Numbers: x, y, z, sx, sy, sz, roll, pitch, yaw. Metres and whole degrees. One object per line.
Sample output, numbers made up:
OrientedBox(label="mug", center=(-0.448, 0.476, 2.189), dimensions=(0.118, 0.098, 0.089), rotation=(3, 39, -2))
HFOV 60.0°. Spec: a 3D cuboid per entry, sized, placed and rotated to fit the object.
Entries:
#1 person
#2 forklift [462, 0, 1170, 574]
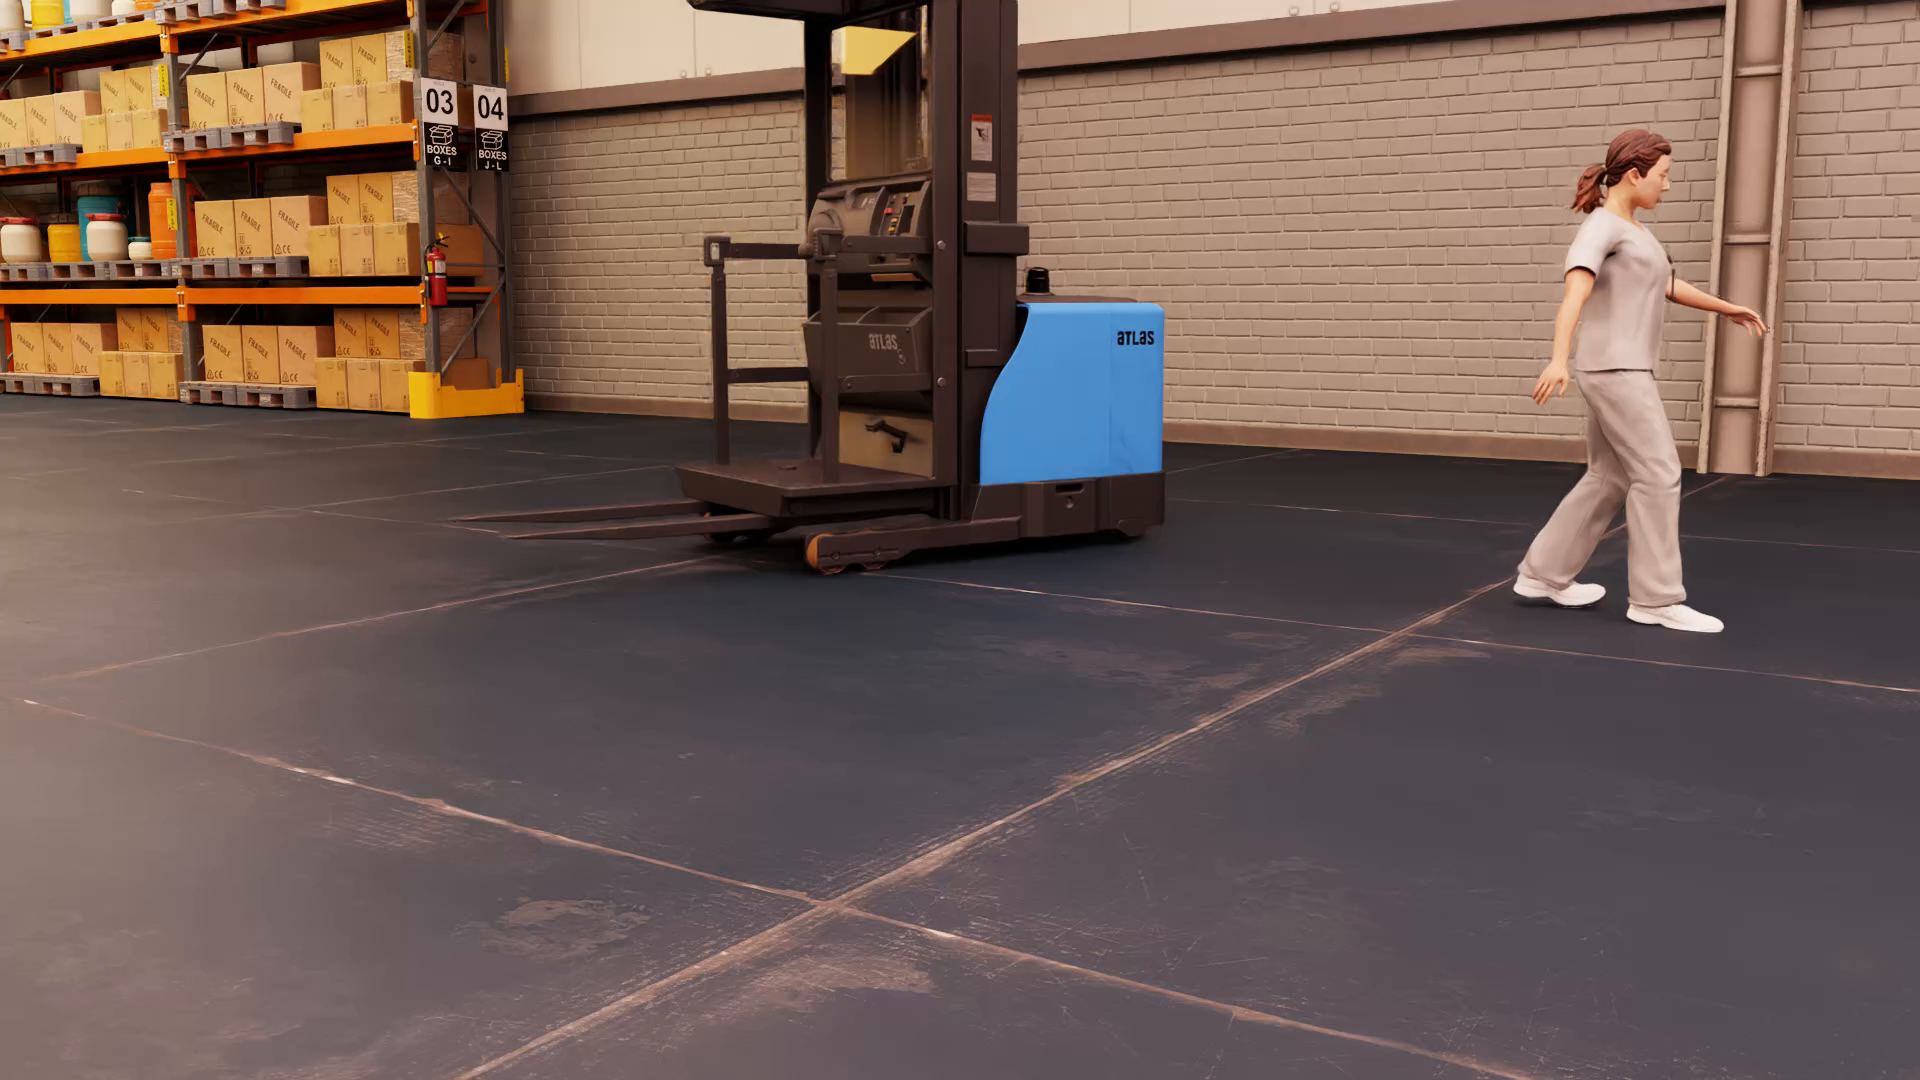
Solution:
OrientedBox(label="person", center=(2.260, -0.544, 5.608), dimensions=(0.734, 1.658, 0.846), rotation=(5, 10, 34))
OrientedBox(label="forklift", center=(-0.549, -1.399, 7.034), dimensions=(3.031, 2.935, 1.130), rotation=(-5, 10, -33))
